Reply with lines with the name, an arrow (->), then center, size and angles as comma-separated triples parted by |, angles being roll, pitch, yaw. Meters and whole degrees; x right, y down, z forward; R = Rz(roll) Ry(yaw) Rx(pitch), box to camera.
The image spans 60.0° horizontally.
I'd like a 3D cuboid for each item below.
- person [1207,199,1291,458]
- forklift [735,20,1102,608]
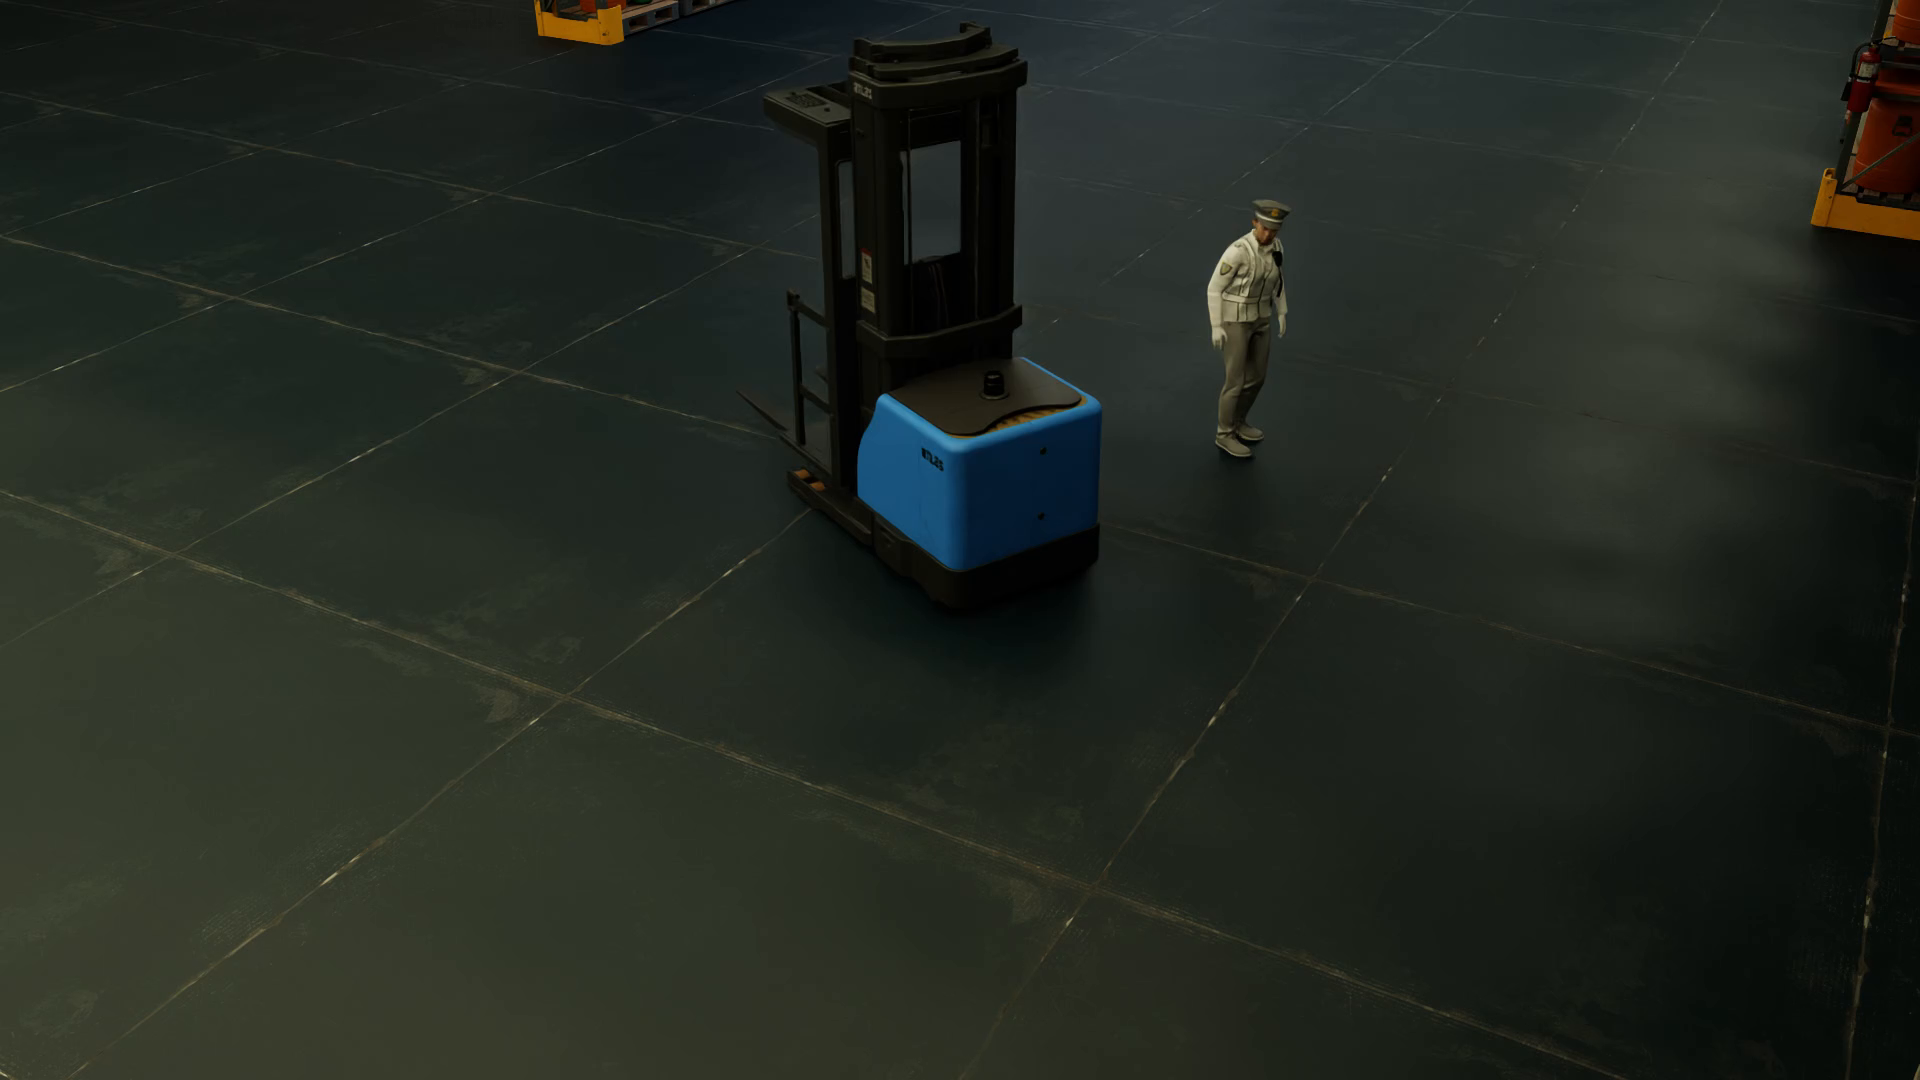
person -> 1.886, -1.382, 10.742 | 0.641, 1.658, 0.435 | -21, 36, -31
forklift -> -0.429, -1.583, 9.814 | 1.130, 2.935, 3.031 | -18, 35, -29
